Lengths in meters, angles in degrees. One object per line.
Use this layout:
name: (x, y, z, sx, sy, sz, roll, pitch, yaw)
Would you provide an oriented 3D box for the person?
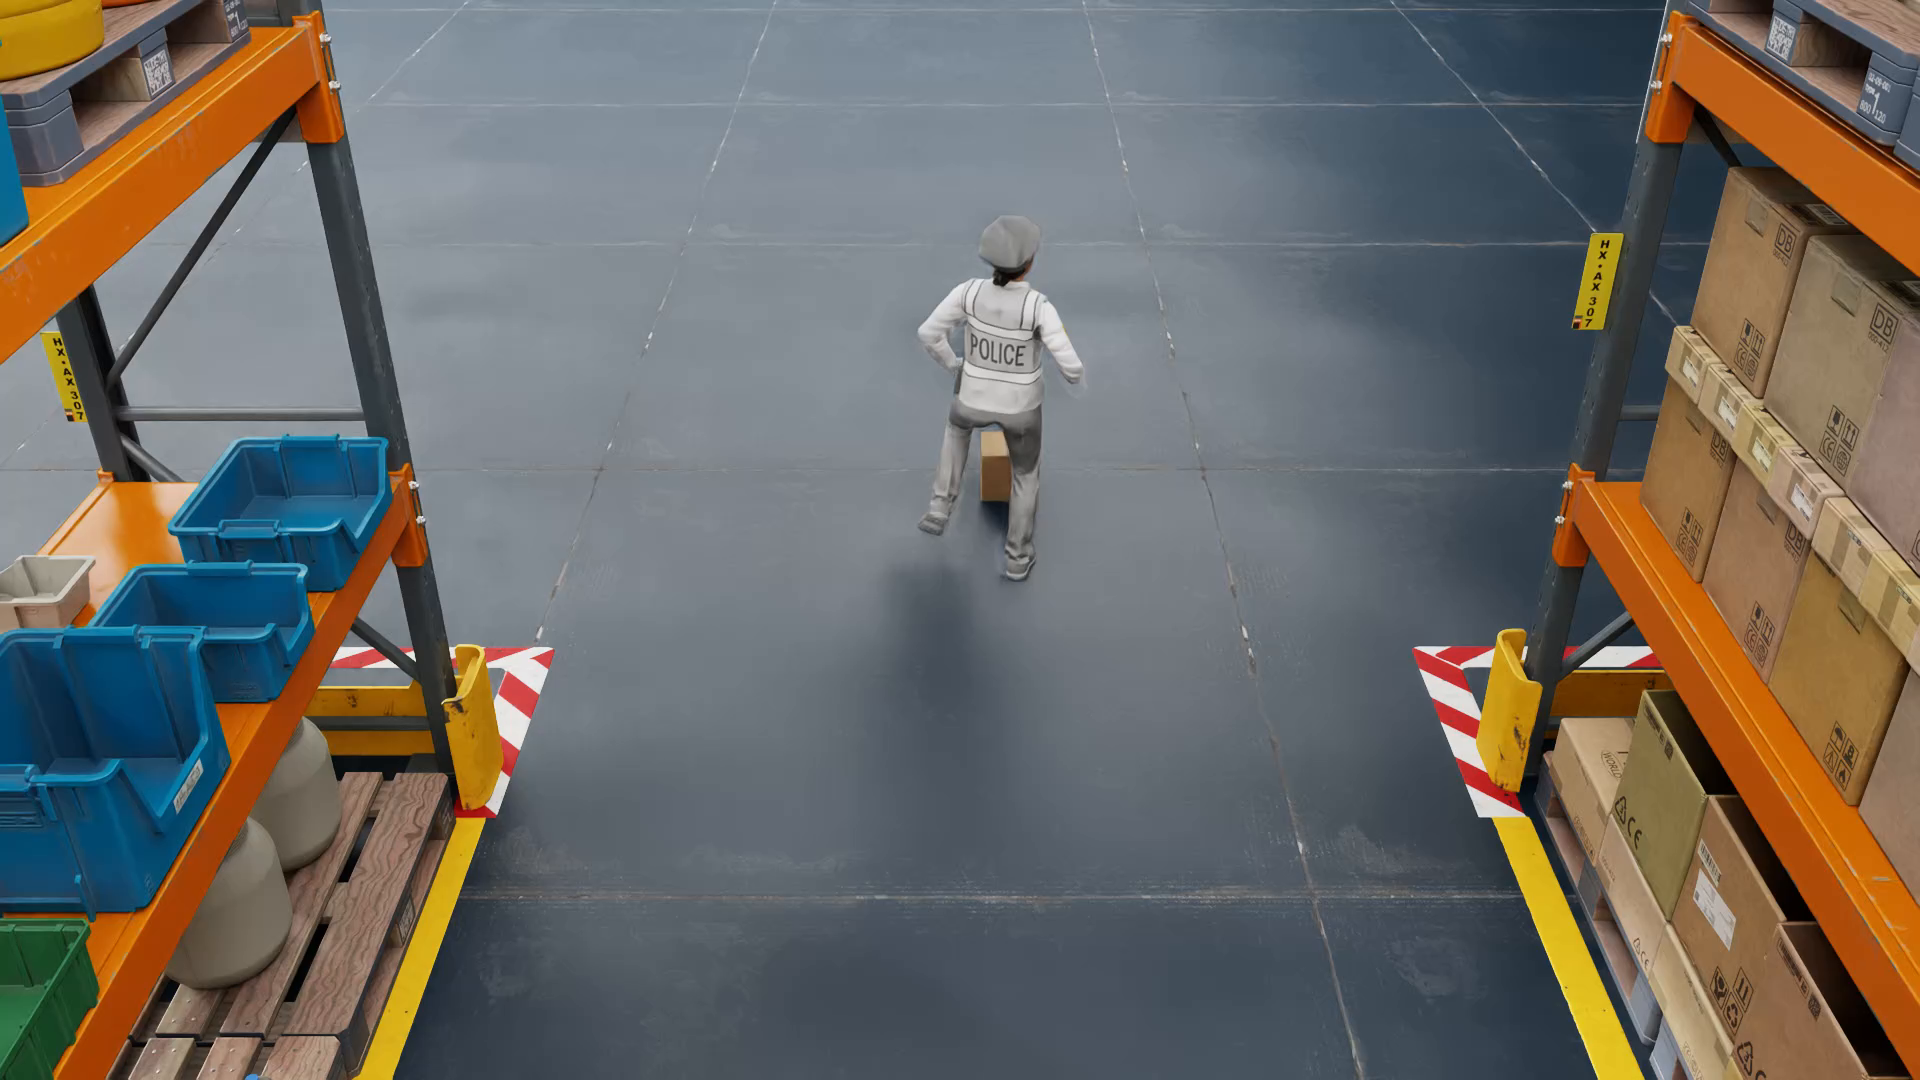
person: (0.174, -0.637, 7.180, 0.741, 1.660, 0.520, 5, 32, 8)
